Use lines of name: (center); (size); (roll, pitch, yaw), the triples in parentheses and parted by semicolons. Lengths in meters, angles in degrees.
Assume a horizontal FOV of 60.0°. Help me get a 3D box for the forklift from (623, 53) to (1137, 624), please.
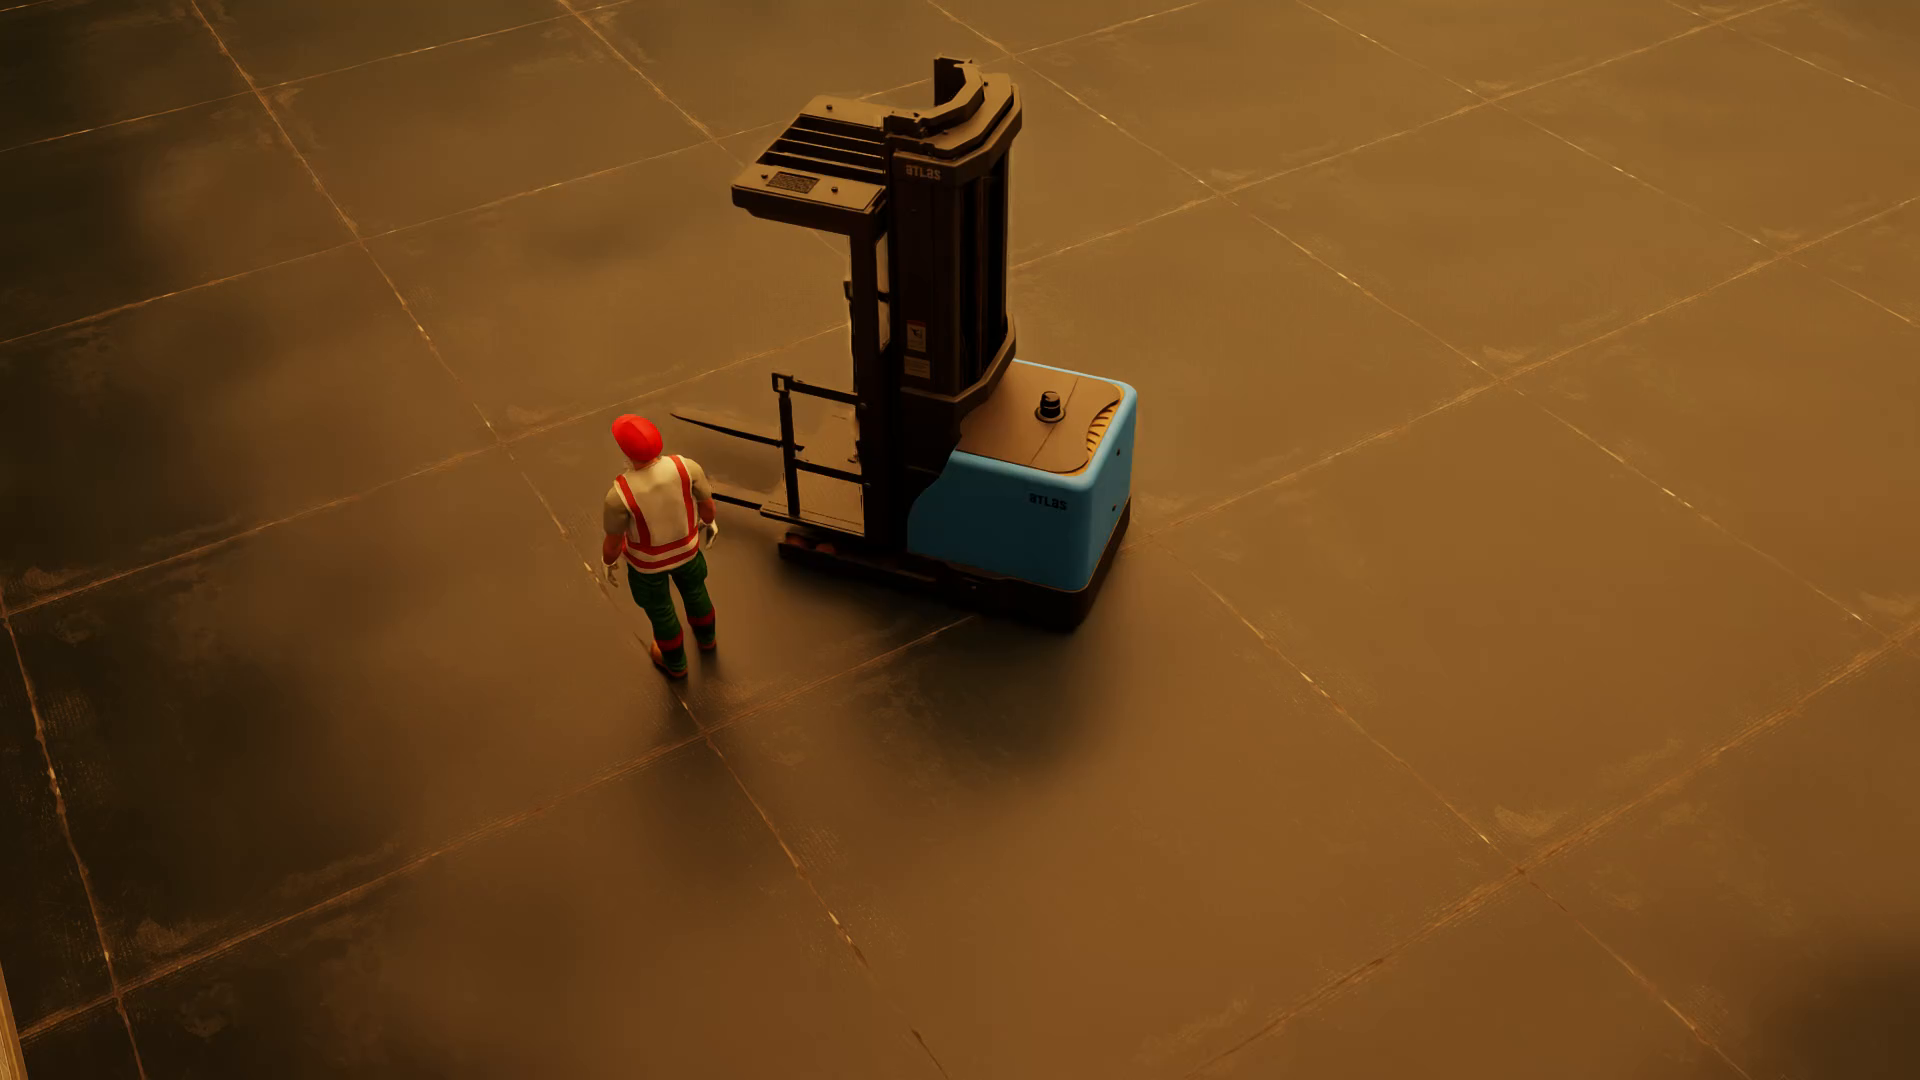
forklift: (-0.547, -1.230, 9.278); (3.031, 2.935, 1.130); (14, 43, 15)

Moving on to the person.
person: (-1.590, 0.008, 8.721); (0.641, 1.790, 0.556); (-22, 46, -23)
